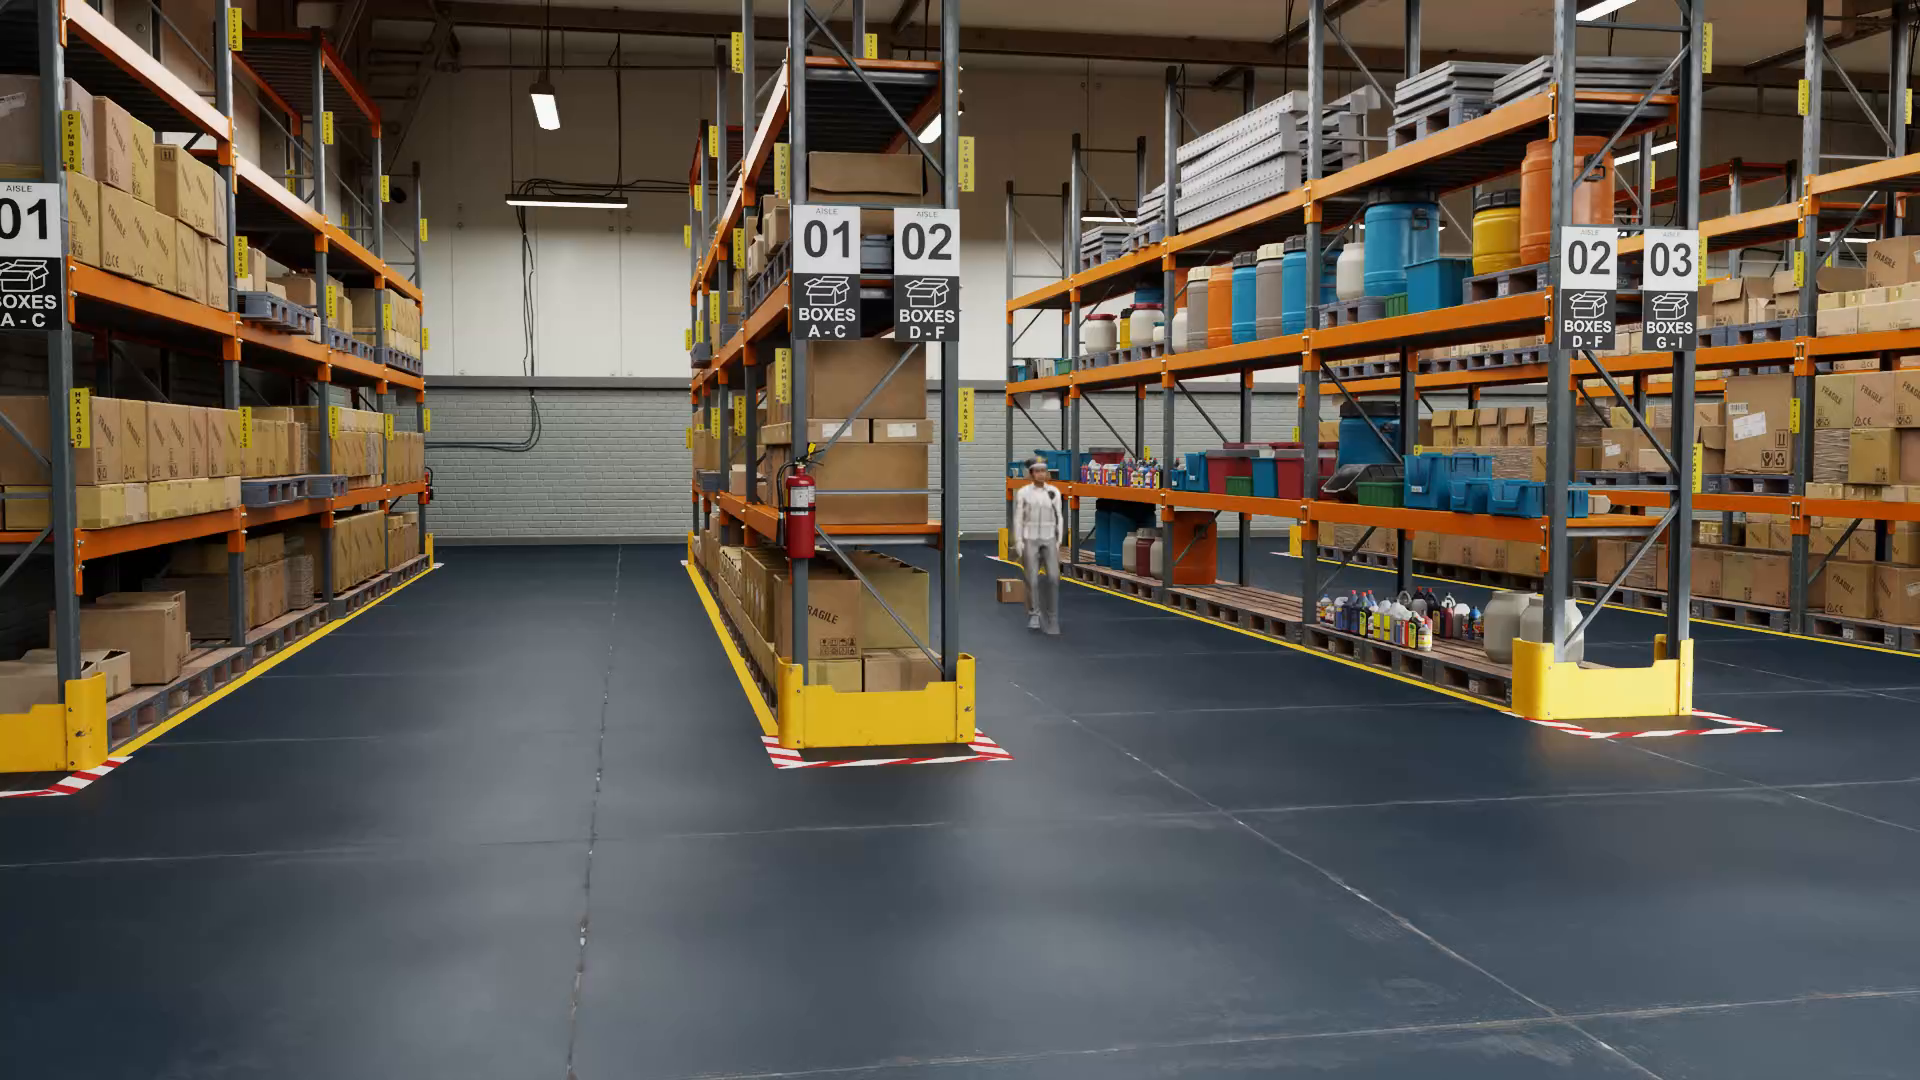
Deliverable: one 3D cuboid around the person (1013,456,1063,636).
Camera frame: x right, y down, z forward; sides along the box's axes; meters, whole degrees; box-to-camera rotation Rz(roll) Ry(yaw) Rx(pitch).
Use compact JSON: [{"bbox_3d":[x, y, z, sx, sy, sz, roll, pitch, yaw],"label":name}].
[{"bbox_3d":[0.756,0.063,15.993,0.491,1.747,0.585,0,3,-1],"label":"person"}]
